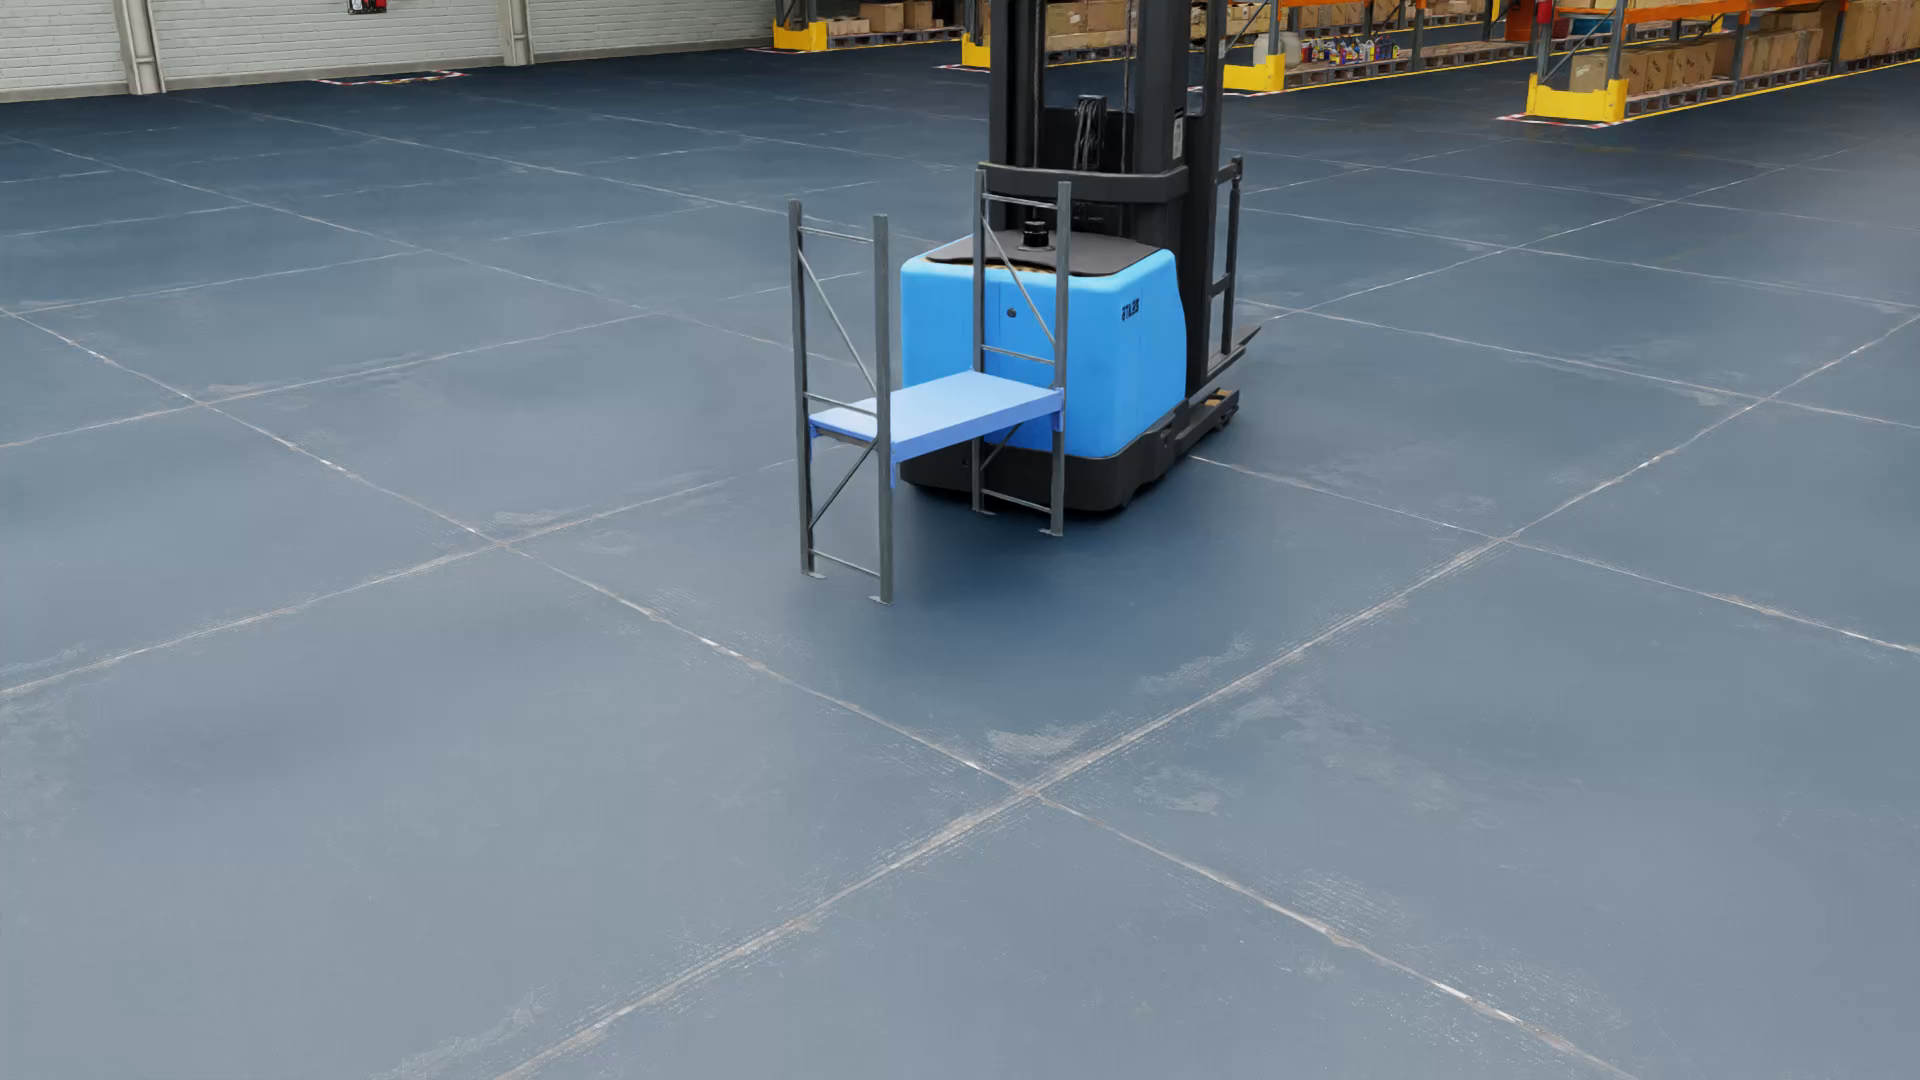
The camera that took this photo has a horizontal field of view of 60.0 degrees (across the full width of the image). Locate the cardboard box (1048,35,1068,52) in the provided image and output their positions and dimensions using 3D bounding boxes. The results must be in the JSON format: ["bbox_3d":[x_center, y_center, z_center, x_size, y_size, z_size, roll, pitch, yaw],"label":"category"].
[{"bbox_3d":[1.443,-8.298,27.729,0.500,0.250,0.500,19,28,41],"label":"cardboard box"}]

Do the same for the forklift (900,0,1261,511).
[{"bbox_3d":[0.811,-1.983,8.150,1.130,2.935,3.031,10,23,24],"label":"forklift"}]

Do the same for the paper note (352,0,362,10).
[{"bbox_3d":[-9.230,-8.201,25.459,0.016,0.148,0.142,19,28,41],"label":"paper note"}]

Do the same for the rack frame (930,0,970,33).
[{"bbox_3d":[-0.198,-11.441,32.659,1.000,3.000,0.127,19,28,41],"label":"rack frame"}]

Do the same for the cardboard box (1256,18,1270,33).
[{"bbox_3d":[5.595,-9.813,31.671,0.500,0.250,0.500,19,28,40],"label":"cardboard box"}]

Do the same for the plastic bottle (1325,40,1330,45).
[{"bbox_3d":[5.763,-7.714,26.137,0.133,0.283,0.061,-19,28,-40],"label":"plastic bottle"}]

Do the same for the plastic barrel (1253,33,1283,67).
[{"bbox_3d":[4.514,-7.156,24.394,0.421,0.512,0.421,0,21,0],"label":"plastic barrel"}]

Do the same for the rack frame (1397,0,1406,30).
[{"bbox_3d":[8.935,-12.258,34.786,1.000,3.000,0.127,19,28,41],"label":"rack frame"}]

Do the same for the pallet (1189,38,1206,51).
[{"bbox_3d":[3.840,-9.099,30.454,1.003,0.211,1.213,19,28,41],"label":"pallet"}]

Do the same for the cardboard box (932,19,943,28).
[{"bbox_3d":[-0.550,-10.178,32.711,0.380,0.166,0.250,15,26,34],"label":"cardboard box"}]

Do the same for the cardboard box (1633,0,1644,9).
[{"bbox_3d":[8.216,-6.649,20.543,0.380,0.149,0.250,19,28,41],"label":"cardboard box"}]

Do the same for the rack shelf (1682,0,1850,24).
[{"bbox_3d":[11.844,-7.900,24.449,1.077,0.370,4.000,19,28,41],"label":"rack shelf"}]

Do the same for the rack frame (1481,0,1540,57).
[{"bbox_3d":[9.691,-9.989,28.883,1.000,3.000,0.127,19,28,41],"label":"rack frame"}]

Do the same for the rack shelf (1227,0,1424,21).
[{"bbox_3d":[5.505,-8.111,24.999,1.077,0.370,4.000,19,28,41],"label":"rack shelf"}]

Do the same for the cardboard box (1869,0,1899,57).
[{"bbox_3d":[14.363,-8.353,27.003,1.225,0.875,0.875,19,28,41],"label":"cardboard box"}]

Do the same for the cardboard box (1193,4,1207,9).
[{"bbox_3d":[4.534,-9.681,30.545,0.500,0.311,0.500,18,27,39],"label":"cardboard box"}]

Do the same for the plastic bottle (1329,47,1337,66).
[{"bbox_3d":[5.598,-7.253,24.953,0.097,0.271,0.097,0,21,0],"label":"plastic bottle"}]

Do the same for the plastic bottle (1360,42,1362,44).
[{"bbox_3d":[6.207,-7.547,25.703,0.061,0.283,0.133,19,28,41],"label":"plastic bottle"}]

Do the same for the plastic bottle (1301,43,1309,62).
[{"bbox_3d":[5.272,-7.507,25.607,0.152,0.276,0.135,20,28,41],"label":"plastic bottle"}]

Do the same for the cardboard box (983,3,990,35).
[{"bbox_3d":[0.724,-8.648,27.596,0.500,0.500,0.500,19,28,41],"label":"cardboard box"}]

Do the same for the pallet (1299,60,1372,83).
[{"bbox_3d":[5.551,-7.182,25.466,1.003,0.211,1.213,19,28,41],"label":"pallet"}]

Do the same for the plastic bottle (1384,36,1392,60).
[{"bbox_3d":[6.657,-7.692,25.986,0.144,0.351,0.185,18,28,39],"label":"plastic bottle"}]

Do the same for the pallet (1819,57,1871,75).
[{"bbox_3d":[13.843,-7.632,26.636,1.003,0.211,1.213,19,28,41],"label":"pallet"}]

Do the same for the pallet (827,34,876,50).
[{"bbox_3d":[-2.343,-9.330,31.055,1.003,0.211,1.213,19,28,41],"label":"pallet"}]

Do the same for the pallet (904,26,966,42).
[{"bbox_3d":[-0.641,-9.957,32.687,1.003,0.211,1.213,19,28,41],"label":"pallet"}]

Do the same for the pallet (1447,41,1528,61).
[{"bbox_3d":[9.122,-8.498,28.890,1.003,0.211,1.213,19,28,41],"label":"pallet"}]

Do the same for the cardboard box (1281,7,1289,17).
[{"bbox_3d":[5.955,-10.208,31.917,0.500,0.311,0.500,-19,28,-41],"label":"cardboard box"}]

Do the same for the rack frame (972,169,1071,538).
[{"bbox_3d":[0.248,-0.773,6.995,0.500,1.500,0.032,19,28,40],"label":"rack frame"}]

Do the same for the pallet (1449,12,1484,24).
[{"bbox_3d":[11.117,-11.760,37.377,1.003,0.211,1.213,19,28,41],"label":"pallet"}]

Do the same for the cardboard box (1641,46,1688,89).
[{"bbox_3d":[9.370,-6.329,22.260,0.500,0.500,0.500,16,26,36],"label":"cardboard box"}]

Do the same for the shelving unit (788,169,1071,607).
[{"bbox_3d":[-0.100,-0.640,6.649,0.538,1.500,1.048,19,28,40],"label":"shelving unit"}]

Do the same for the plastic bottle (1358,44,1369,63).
[{"bbox_3d":[6.182,-7.484,25.549,0.135,0.276,0.152,-20,28,-41],"label":"plastic bottle"}]

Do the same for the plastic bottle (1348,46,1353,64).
[{"bbox_3d":[5.907,-7.367,25.249,0.097,0.271,0.097,0,21,0],"label":"plastic bottle"}]

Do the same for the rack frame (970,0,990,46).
[{"bbox_3d":[0.563,-9.173,26.761,1.000,3.000,0.127,19,28,41],"label":"rack frame"}]

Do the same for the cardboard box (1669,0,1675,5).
[{"bbox_3d":[8.895,-6.912,21.228,0.380,0.149,0.250,19,28,41],"label":"cardboard box"}]

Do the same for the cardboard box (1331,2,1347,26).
[{"bbox_3d":[7.381,-10.578,33.285,0.500,0.500,0.500,19,28,40],"label":"cardboard box"}]

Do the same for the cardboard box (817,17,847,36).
[{"bbox_3d":[-2.441,-9.518,30.791,0.500,0.311,0.500,15,26,35],"label":"cardboard box"}]

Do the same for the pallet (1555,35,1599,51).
[{"bbox_3d":[11.062,-9.213,30.750,1.003,0.211,1.213,19,28,41],"label":"pallet"}]

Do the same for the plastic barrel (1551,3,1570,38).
[{"bbox_3d":[10.807,-9.480,30.334,0.600,0.588,0.708,19,28,41],"label":"plastic barrel"}]

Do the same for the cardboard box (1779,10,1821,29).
[{"bbox_3d":[12.793,-7.958,25.425,0.500,0.250,0.500,-19,28,-40],"label":"cardboard box"}]

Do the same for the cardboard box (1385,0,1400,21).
[{"bbox_3d":[8.796,-11.098,34.639,0.500,0.500,0.500,19,28,40],"label":"cardboard box"}]

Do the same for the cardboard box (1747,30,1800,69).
[{"bbox_3d":[12.018,-7.318,24.803,0.500,0.500,0.700,-17,27,-38],"label":"cardboard box"}]

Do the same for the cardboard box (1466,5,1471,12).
[{"bbox_3d":[11.175,-11.886,37.154,0.380,0.166,0.250,19,28,41],"label":"cardboard box"}]

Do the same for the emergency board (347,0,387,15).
[{"bbox_3d":[-9.057,-8.641,25.375,0.194,1.169,0.643,19,28,41],"label":"emergency board"}]

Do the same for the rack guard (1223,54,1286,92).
[{"bbox_3d":[4.129,-6.797,24.063,1.175,0.500,0.348,19,28,41],"label":"rack guard"}]

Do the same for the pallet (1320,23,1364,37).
[{"bbox_3d":[7.543,-10.423,33.898,1.003,0.211,1.213,19,28,41],"label":"pallet"}]

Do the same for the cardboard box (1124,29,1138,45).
[{"bbox_3d":[2.831,-8.814,29.073,0.500,0.250,0.500,19,28,41],"label":"cardboard box"}]

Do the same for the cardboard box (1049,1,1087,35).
[{"bbox_3d":[1.784,-8.779,27.936,0.500,0.500,0.500,19,28,41],"label":"cardboard box"}]
